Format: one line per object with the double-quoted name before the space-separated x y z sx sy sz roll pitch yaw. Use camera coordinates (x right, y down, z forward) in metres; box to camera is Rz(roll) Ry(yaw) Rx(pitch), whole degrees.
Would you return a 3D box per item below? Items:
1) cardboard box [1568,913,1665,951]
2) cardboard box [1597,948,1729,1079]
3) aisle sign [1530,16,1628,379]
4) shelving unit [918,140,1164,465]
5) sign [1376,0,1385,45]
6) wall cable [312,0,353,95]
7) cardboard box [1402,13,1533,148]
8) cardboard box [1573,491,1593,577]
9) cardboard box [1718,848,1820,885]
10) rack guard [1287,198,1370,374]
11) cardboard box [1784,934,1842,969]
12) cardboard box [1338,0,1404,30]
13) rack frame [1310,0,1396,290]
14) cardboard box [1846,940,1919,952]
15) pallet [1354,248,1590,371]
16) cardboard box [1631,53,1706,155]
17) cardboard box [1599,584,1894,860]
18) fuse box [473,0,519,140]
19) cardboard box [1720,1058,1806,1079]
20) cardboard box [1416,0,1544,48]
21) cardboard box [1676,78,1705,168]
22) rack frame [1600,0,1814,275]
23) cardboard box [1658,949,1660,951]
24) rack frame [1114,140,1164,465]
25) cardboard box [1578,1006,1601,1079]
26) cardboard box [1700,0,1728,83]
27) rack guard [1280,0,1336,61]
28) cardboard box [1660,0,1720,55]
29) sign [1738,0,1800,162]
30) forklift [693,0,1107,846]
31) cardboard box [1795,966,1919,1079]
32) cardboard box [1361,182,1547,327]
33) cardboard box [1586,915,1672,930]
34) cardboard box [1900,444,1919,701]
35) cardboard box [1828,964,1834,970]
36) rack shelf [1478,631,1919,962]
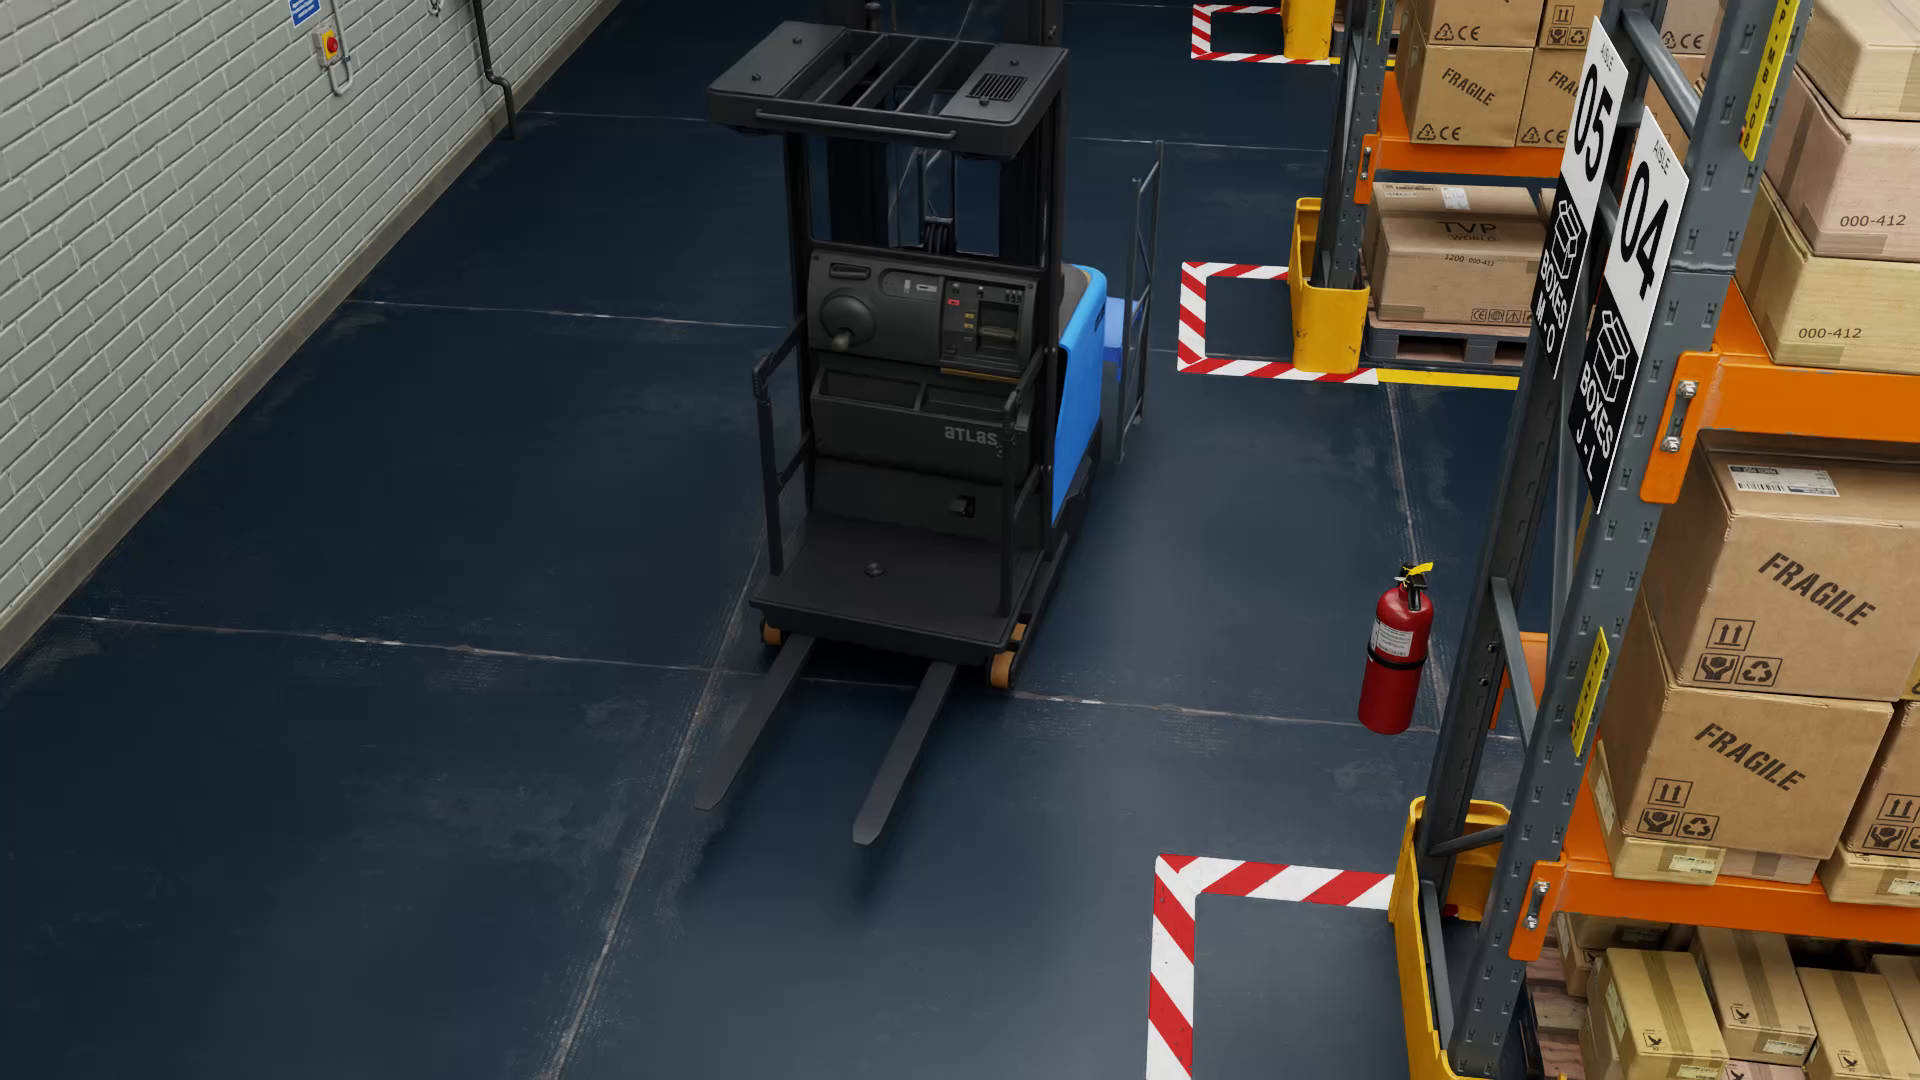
"cardboard box" 2.111 1.142 5.405 0.250 0.149 0.380 3 36 5
"cardboard box" 2.027 1.381 4.814 0.250 0.149 0.380 3 36 4
"aisle sign" 1.517 -0.838 4.104 0.004 0.787 0.394 4 36 6
"shelving unit" 0.380 -1.219 8.167 1.048 1.500 0.538 11 37 15
"sign" 2.005 -2.526 7.894 0.005 0.325 0.100 4 36 6
"wall cable" -3.514 -3.291 8.878 0.123 1.953 0.585 4 36 6
"cardboard box" 2.521 -2.301 8.305 0.500 0.500 0.500 4 36 6
"cardboard box" 2.030 0.122 4.655 0.500 0.500 0.500 5 36 7
"cardboard box" 2.088 0.709 4.391 0.250 0.149 0.380 5 36 8
"rack guard" 2.057 -1.445 9.345 0.348 0.500 1.175 4 36 6
"cardboard box" 2.627 1.179 5.352 0.250 0.149 0.380 3 36 4
"cardboard box" 3.304 -4.376 13.087 0.637 0.503 0.797 3 36 4
"rack frame" 2.081 -2.461 8.616 0.127 3.000 1.000 4 36 6
"cardboard box" 2.872 1.092 5.218 0.250 0.149 0.380 3 36 4
"pallet" 2.884 -1.312 9.406 1.213 0.211 1.003 4 36 6
"cardboard box" 3.528 -2.231 8.208 0.500 0.500 0.500 4 36 6
"cardboard box" 1.961 0.429 4.224 0.500 0.500 0.500 6 36 8
"fuse box" -3.102 -3.540 11.237 0.414 1.711 0.539 4 36 6
"cardboard box" 2.302 1.507 4.894 0.250 0.149 0.380 4 36 6
"cardboard box" 2.521 -2.709 8.017 0.500 0.500 0.500 4 36 5
"cardboard box" 2.036 -0.880 3.948 0.500 0.250 0.500 4 36 5
"rack frame" 1.551 -2.043 2.867 0.127 3.000 1.000 4 36 6
"cardboard box" 2.368 1.268 5.484 0.250 0.149 0.380 5 36 7
"rack frame" 0.862 -1.125 8.036 0.032 1.500 0.500 11 37 15
"cardboard box" 2.030 1.611 5.003 0.250 0.149 0.380 5 36 7
"cardboard box" 2.040 -1.077 3.794 0.500 0.250 0.500 3 36 4
"rack guard" 2.785 -4.298 13.342 0.348 0.500 1.175 4 36 6
"cardboard box" 3.546 -2.641 7.922 0.500 0.500 0.500 4 36 6
"sign" 1.482 -0.865 3.046 0.005 0.325 0.100 4 36 6
"forklift" -0.215 -0.833 6.394 1.130 2.935 3.031 10 37 13
"cardboard box" 2.550 1.424 4.753 0.250 0.149 0.380 4 36 6
"cardboard box" 2.749 -1.598 9.251 0.875 0.438 0.875 3 36 4
"cardboard box" 2.108 1.039 5.292 0.250 0.149 0.380 5 36 7
"cardboard box" 2.464 0.050 3.895 0.500 0.500 0.500 5 36 7
"cardboard box" 2.865 1.348 5.372 0.250 0.149 0.380 5 36 6
"rack shelf" 3.535 0.839 4.611 4.000 0.370 1.077 4 36 6
